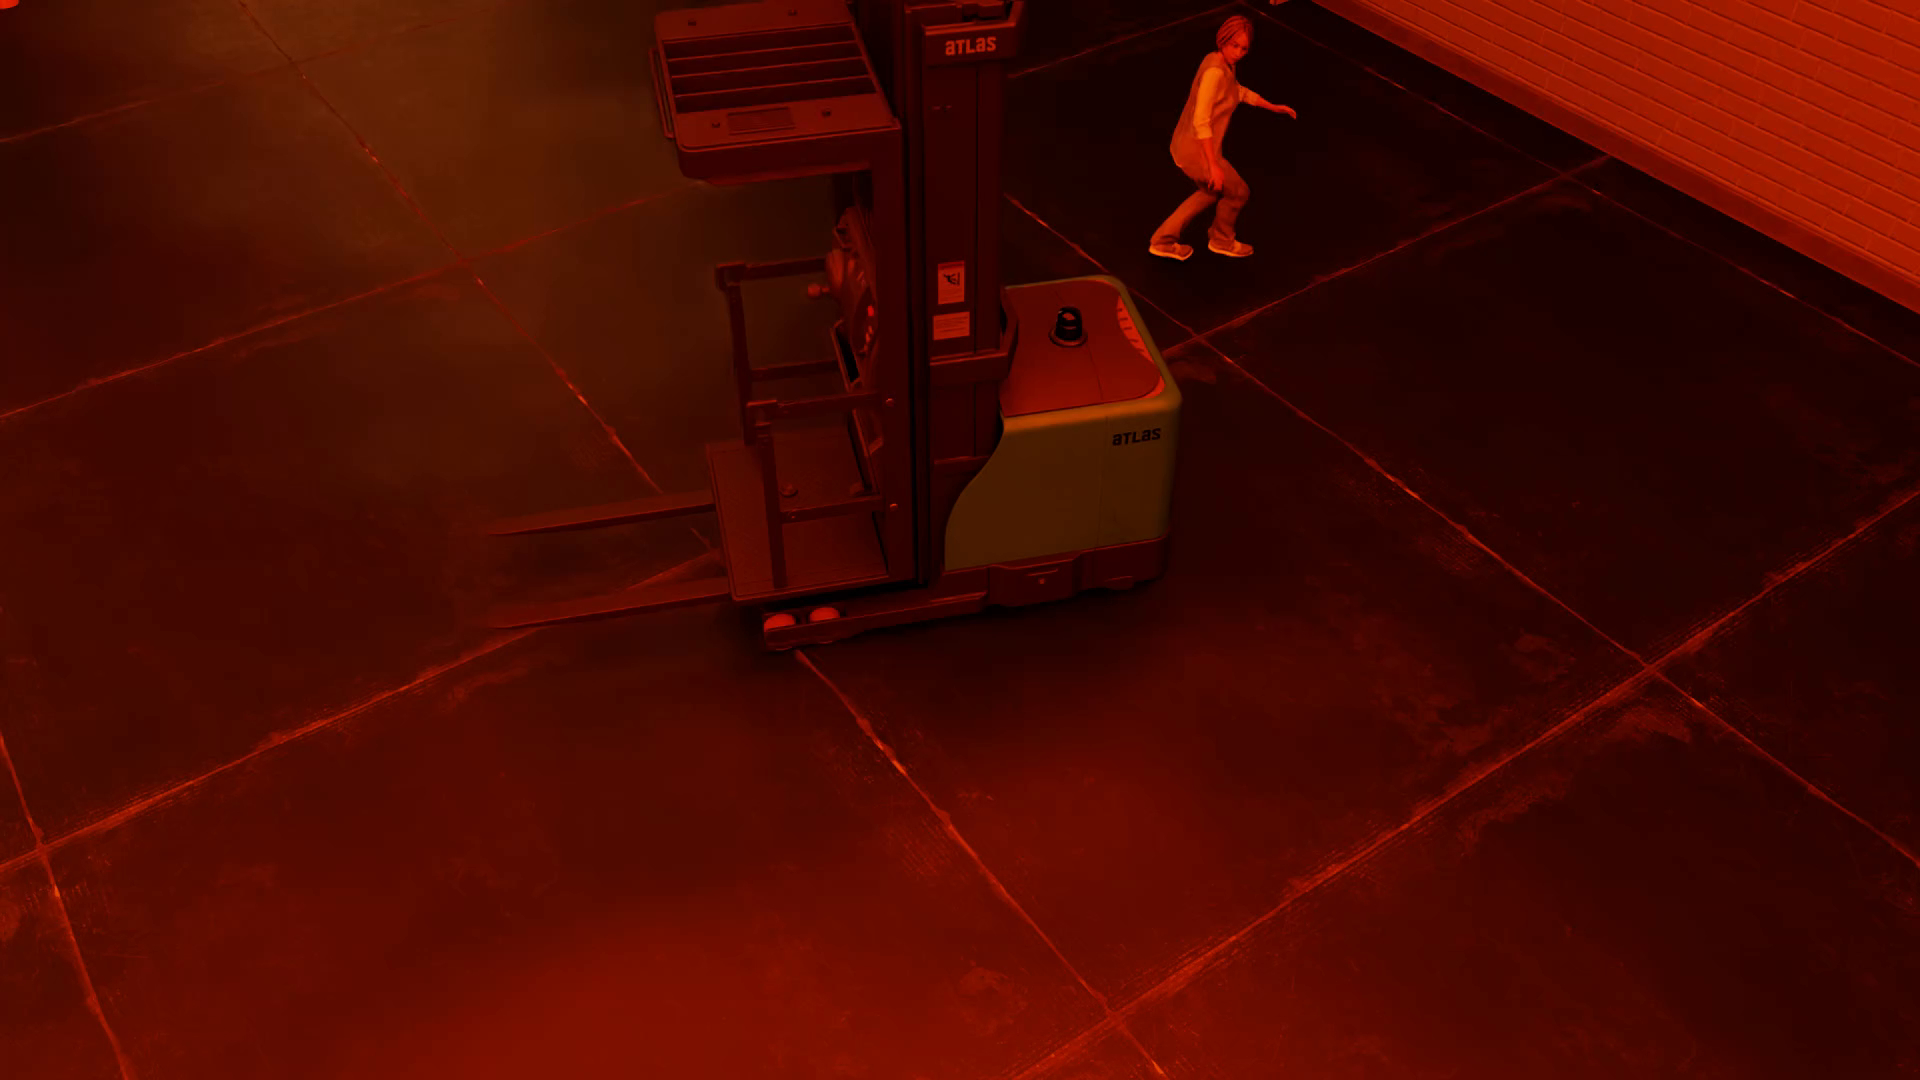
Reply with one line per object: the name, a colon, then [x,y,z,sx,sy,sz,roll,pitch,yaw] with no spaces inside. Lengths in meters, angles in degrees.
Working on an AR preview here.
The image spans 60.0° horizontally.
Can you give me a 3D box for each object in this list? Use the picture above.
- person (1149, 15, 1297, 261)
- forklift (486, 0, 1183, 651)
person: [1.466,-2.102,9.092,0.773,1.476,0.731,-3,43,-3]
forklift: [-0.620,-0.984,6.783,3.031,2.935,1.130,-9,43,-9]
